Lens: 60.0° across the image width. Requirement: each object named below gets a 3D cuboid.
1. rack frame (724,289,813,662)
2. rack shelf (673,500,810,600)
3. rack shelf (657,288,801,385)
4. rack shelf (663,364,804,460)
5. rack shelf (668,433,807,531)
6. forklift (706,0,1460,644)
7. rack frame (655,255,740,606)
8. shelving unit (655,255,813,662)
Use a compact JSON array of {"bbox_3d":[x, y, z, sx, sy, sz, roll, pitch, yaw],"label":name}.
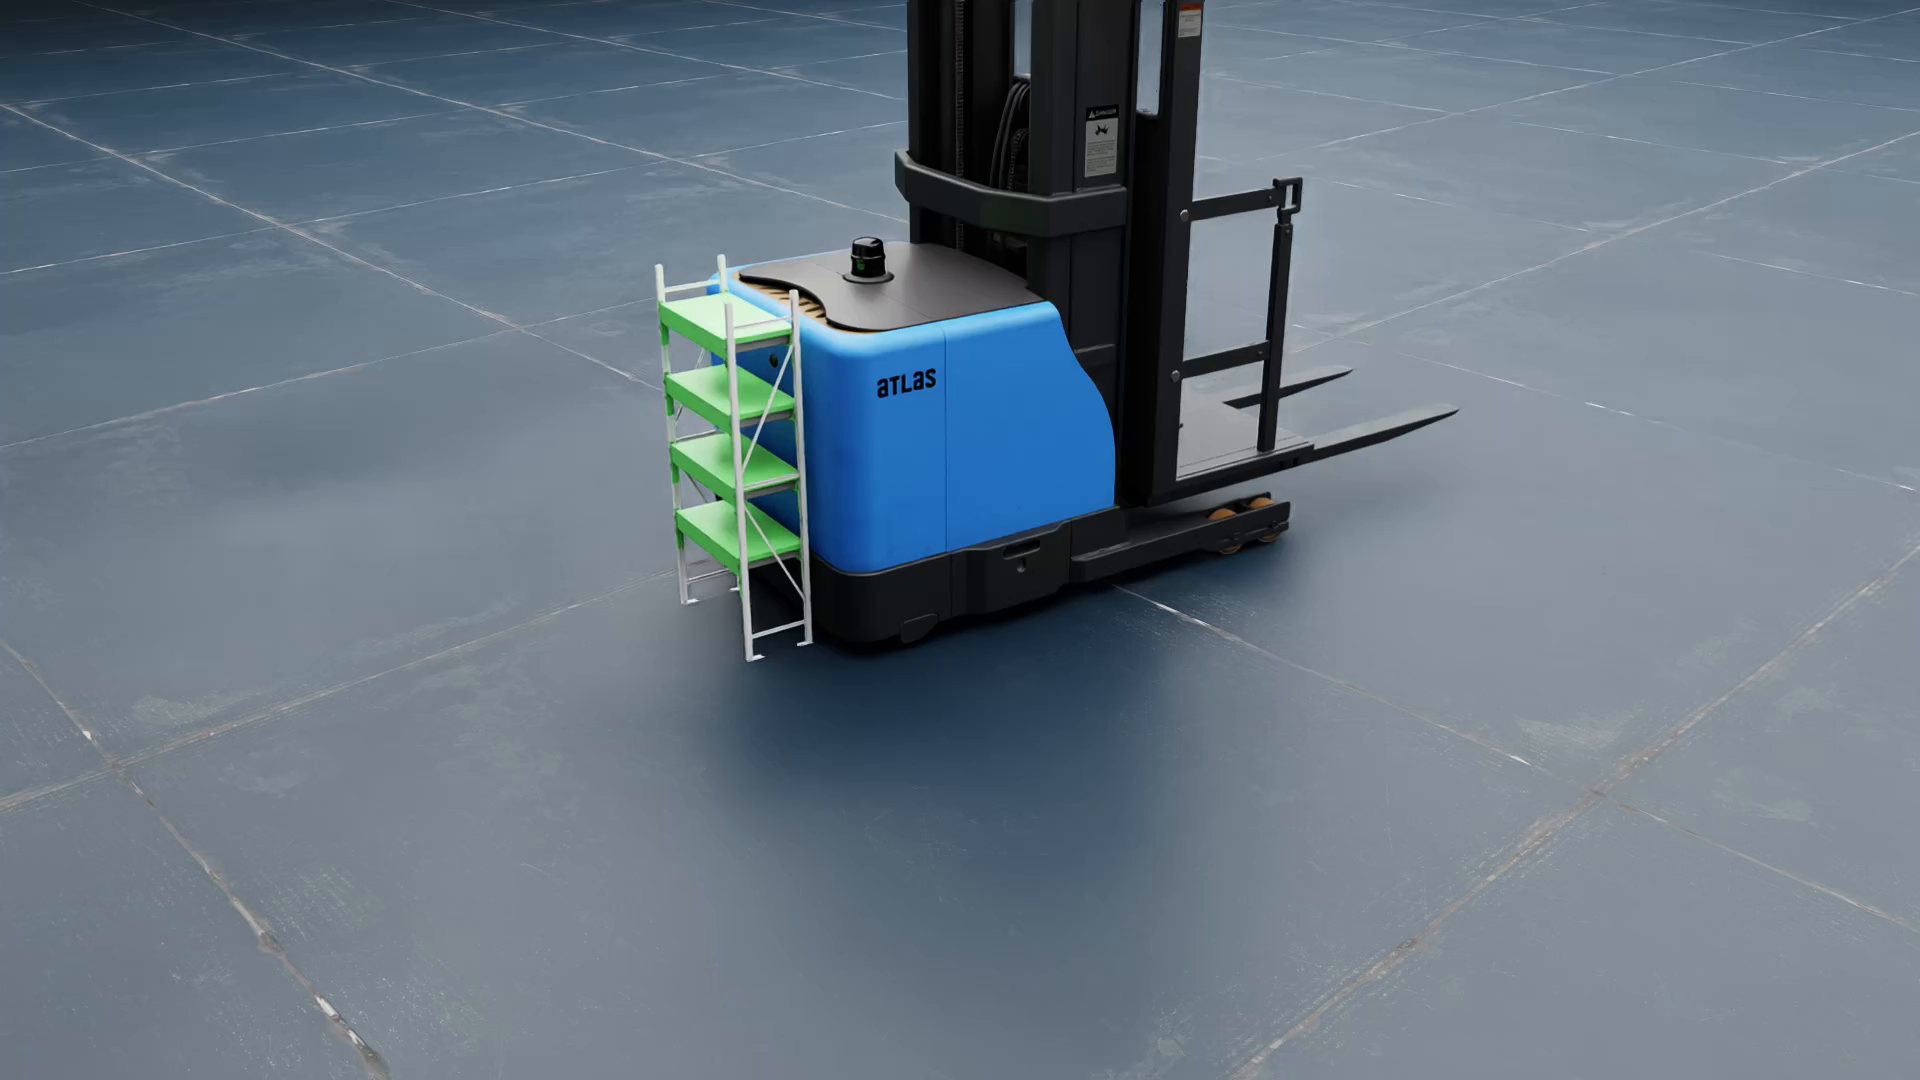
[{"bbox_3d":[-0.592,-0.180,5.199,0.240,1.200,0.015,-16,29,-30],"label":"rack frame"},{"bbox_3d":[-0.727,0.012,5.510,0.258,0.148,0.480,-16,29,-30],"label":"rack shelf"},{"bbox_3d":[-0.727,-0.643,5.211,0.258,0.148,0.480,-16,29,-30],"label":"rack shelf"},{"bbox_3d":[-0.727,-0.424,5.310,0.258,0.148,0.480,-16,29,-30],"label":"rack shelf"},{"bbox_3d":[-0.727,-0.206,5.410,0.258,0.148,0.480,-16,29,-30],"label":"rack shelf"},{"bbox_3d":[0.631,-1.448,5.892,3.031,2.935,1.130,-15,29,-30],"label":"forklift"},{"bbox_3d":[-0.863,-0.348,5.568,0.240,1.200,0.015,-16,29,-30],"label":"rack frame"},{"bbox_3d":[-0.727,-0.264,5.384,0.258,1.200,0.503,-16,29,-30],"label":"shelving unit"}]
